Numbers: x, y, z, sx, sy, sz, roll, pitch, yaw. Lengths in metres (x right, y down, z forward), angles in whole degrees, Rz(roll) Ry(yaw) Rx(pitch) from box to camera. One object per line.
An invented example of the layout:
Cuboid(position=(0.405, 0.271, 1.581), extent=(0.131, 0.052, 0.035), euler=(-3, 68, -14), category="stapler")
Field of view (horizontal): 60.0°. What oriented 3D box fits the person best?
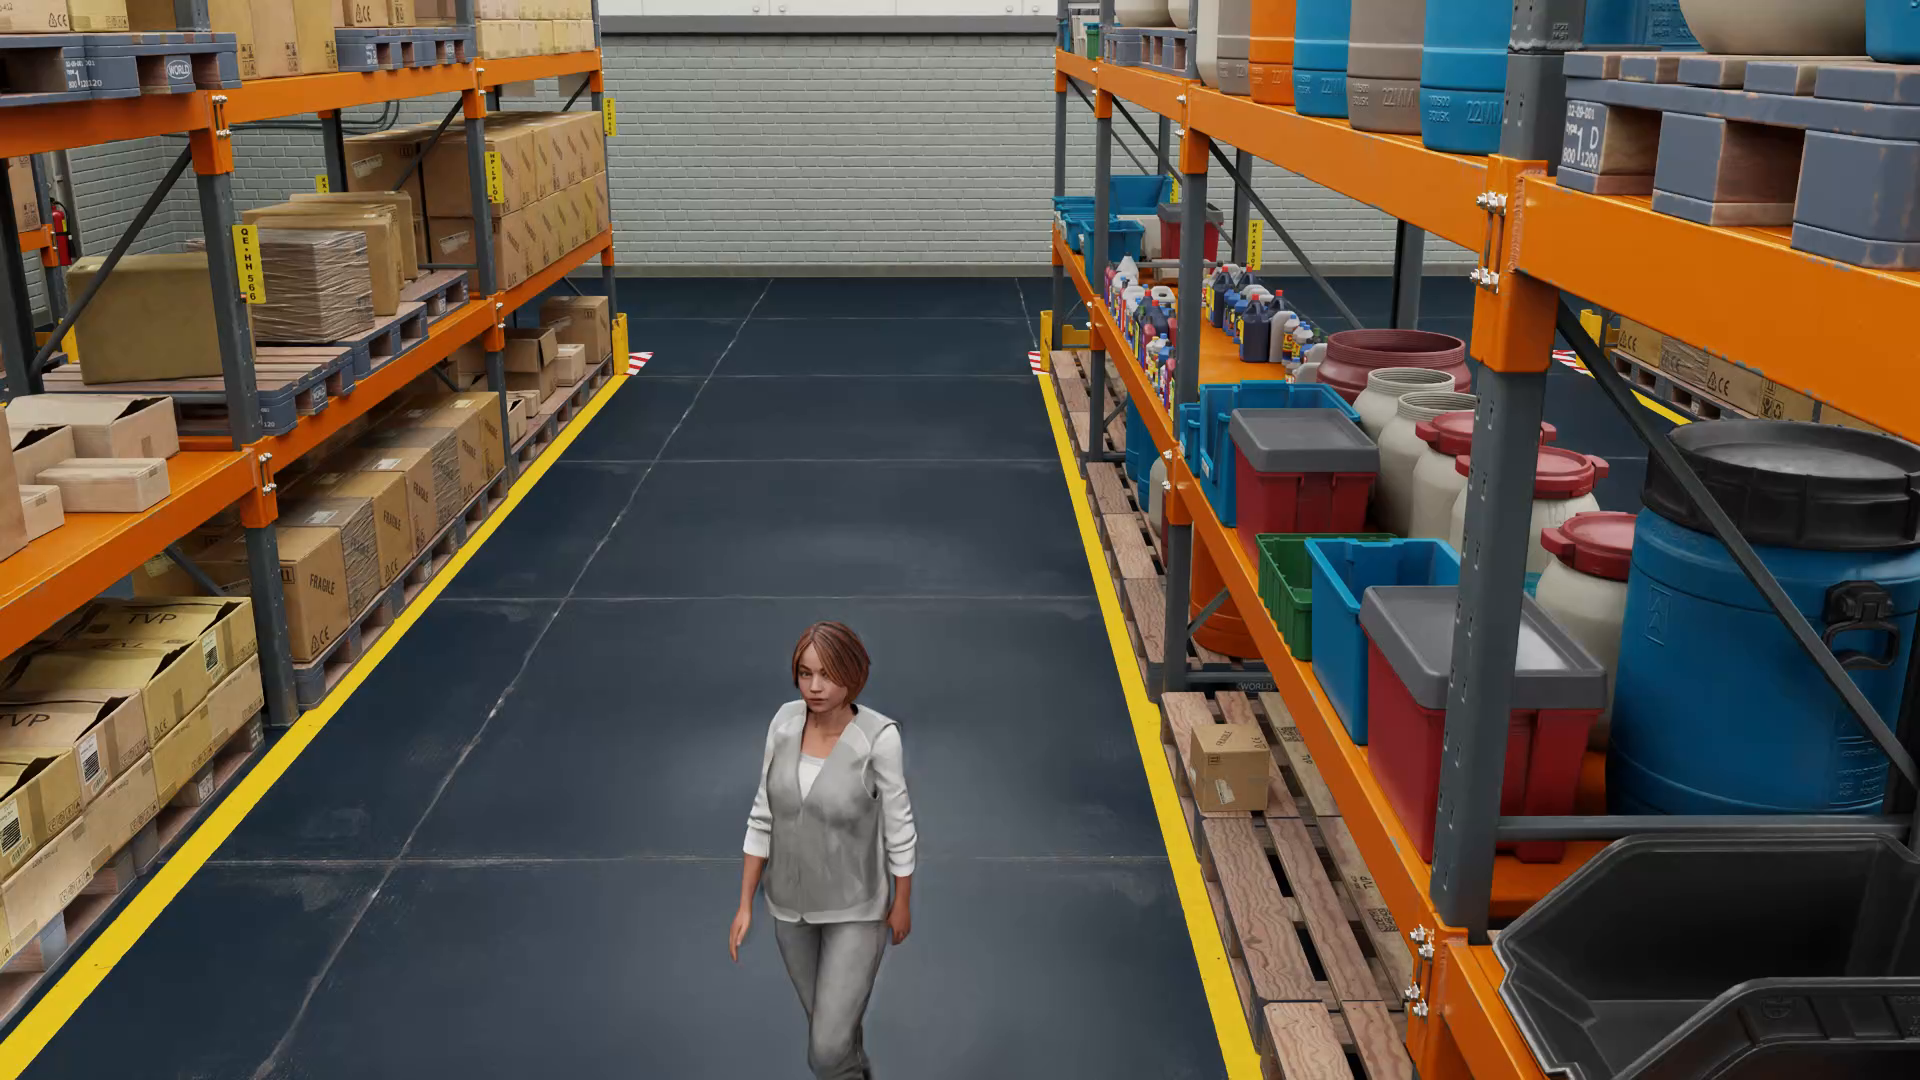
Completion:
Cuboid(position=(-0.352, 1.002, 4.380), extent=(0.415, 1.639, 0.476), euler=(9, 19, 25), category="person")
